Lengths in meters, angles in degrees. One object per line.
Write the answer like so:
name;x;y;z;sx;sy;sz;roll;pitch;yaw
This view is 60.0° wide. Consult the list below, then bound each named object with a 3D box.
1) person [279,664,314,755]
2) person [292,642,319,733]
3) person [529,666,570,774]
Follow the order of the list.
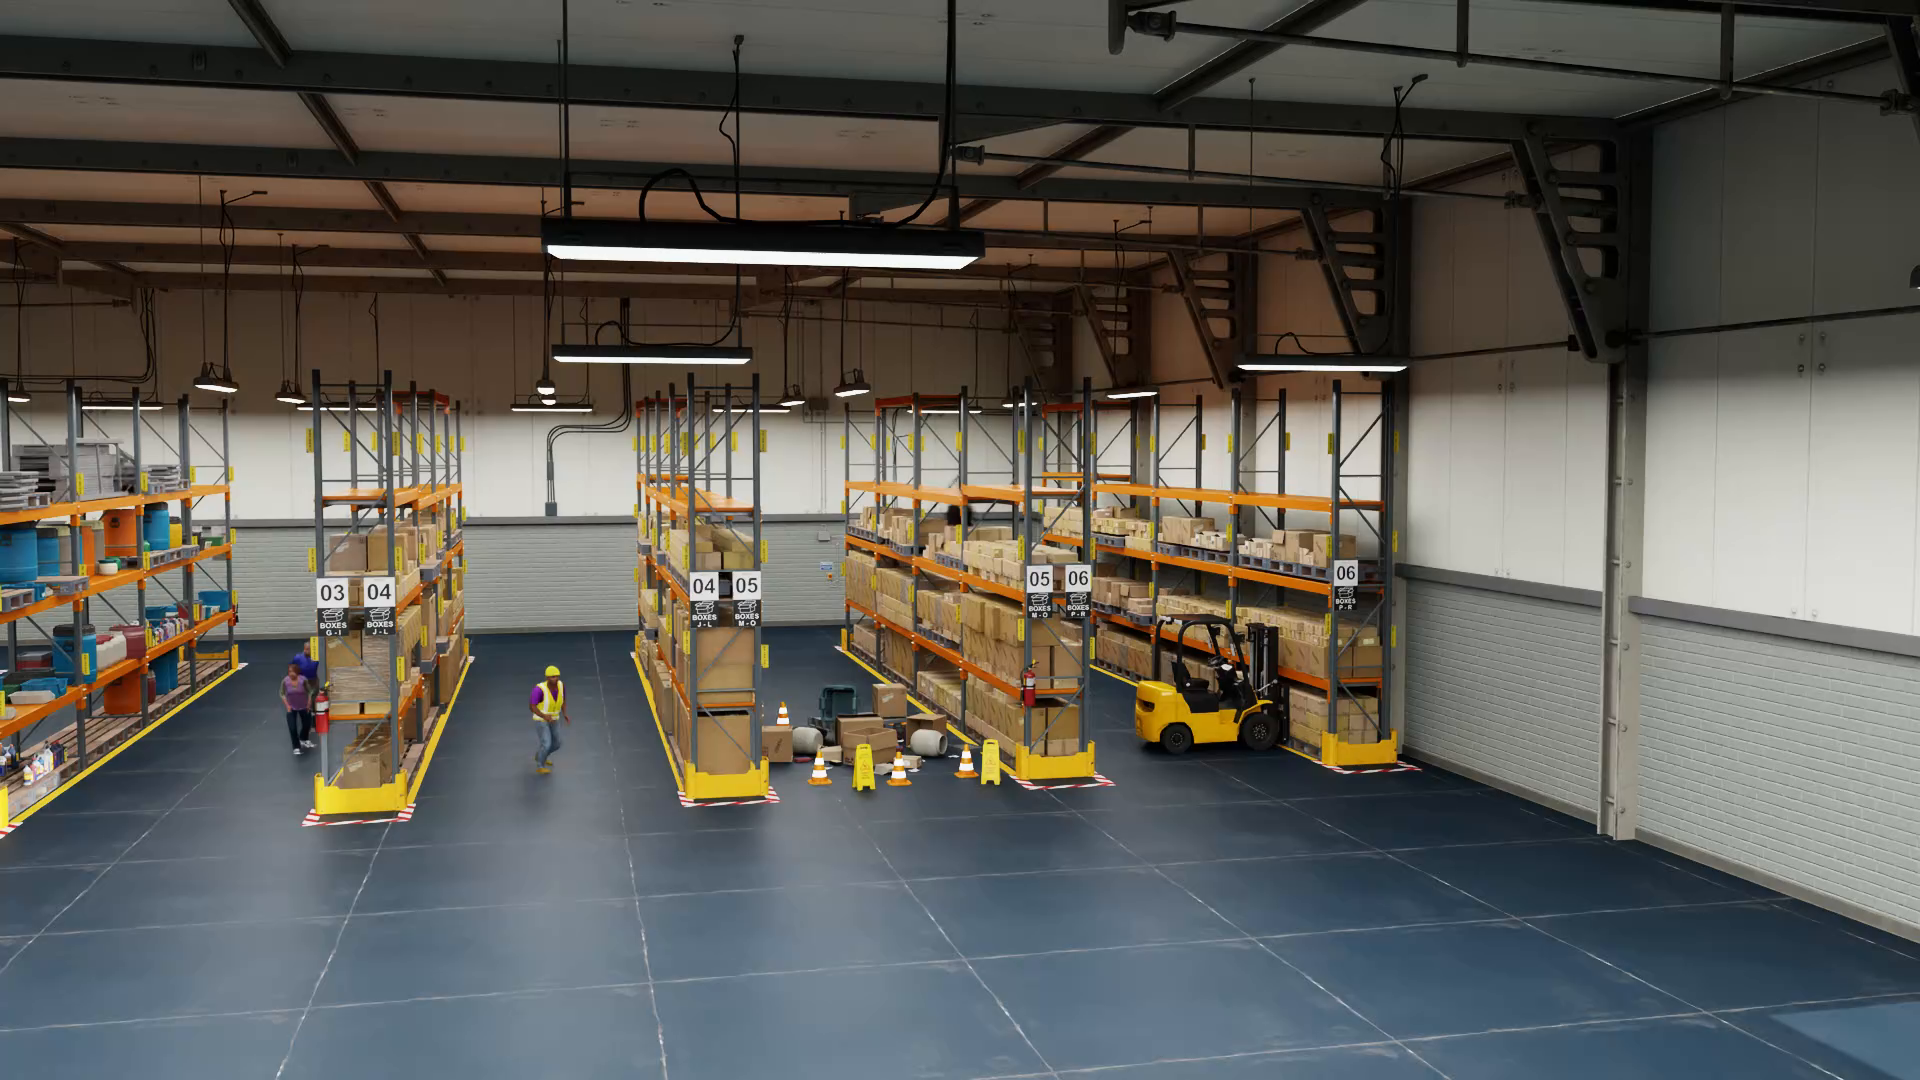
person;-10.693;2.705;26.801;0.519;1.503;0.738;-1;4;-24
person;-11.419;2.562;29.136;0.572;1.598;0.830;-1;3;-17
person;-6.279;2.716;25.214;0.784;1.658;0.675;3;4;39
